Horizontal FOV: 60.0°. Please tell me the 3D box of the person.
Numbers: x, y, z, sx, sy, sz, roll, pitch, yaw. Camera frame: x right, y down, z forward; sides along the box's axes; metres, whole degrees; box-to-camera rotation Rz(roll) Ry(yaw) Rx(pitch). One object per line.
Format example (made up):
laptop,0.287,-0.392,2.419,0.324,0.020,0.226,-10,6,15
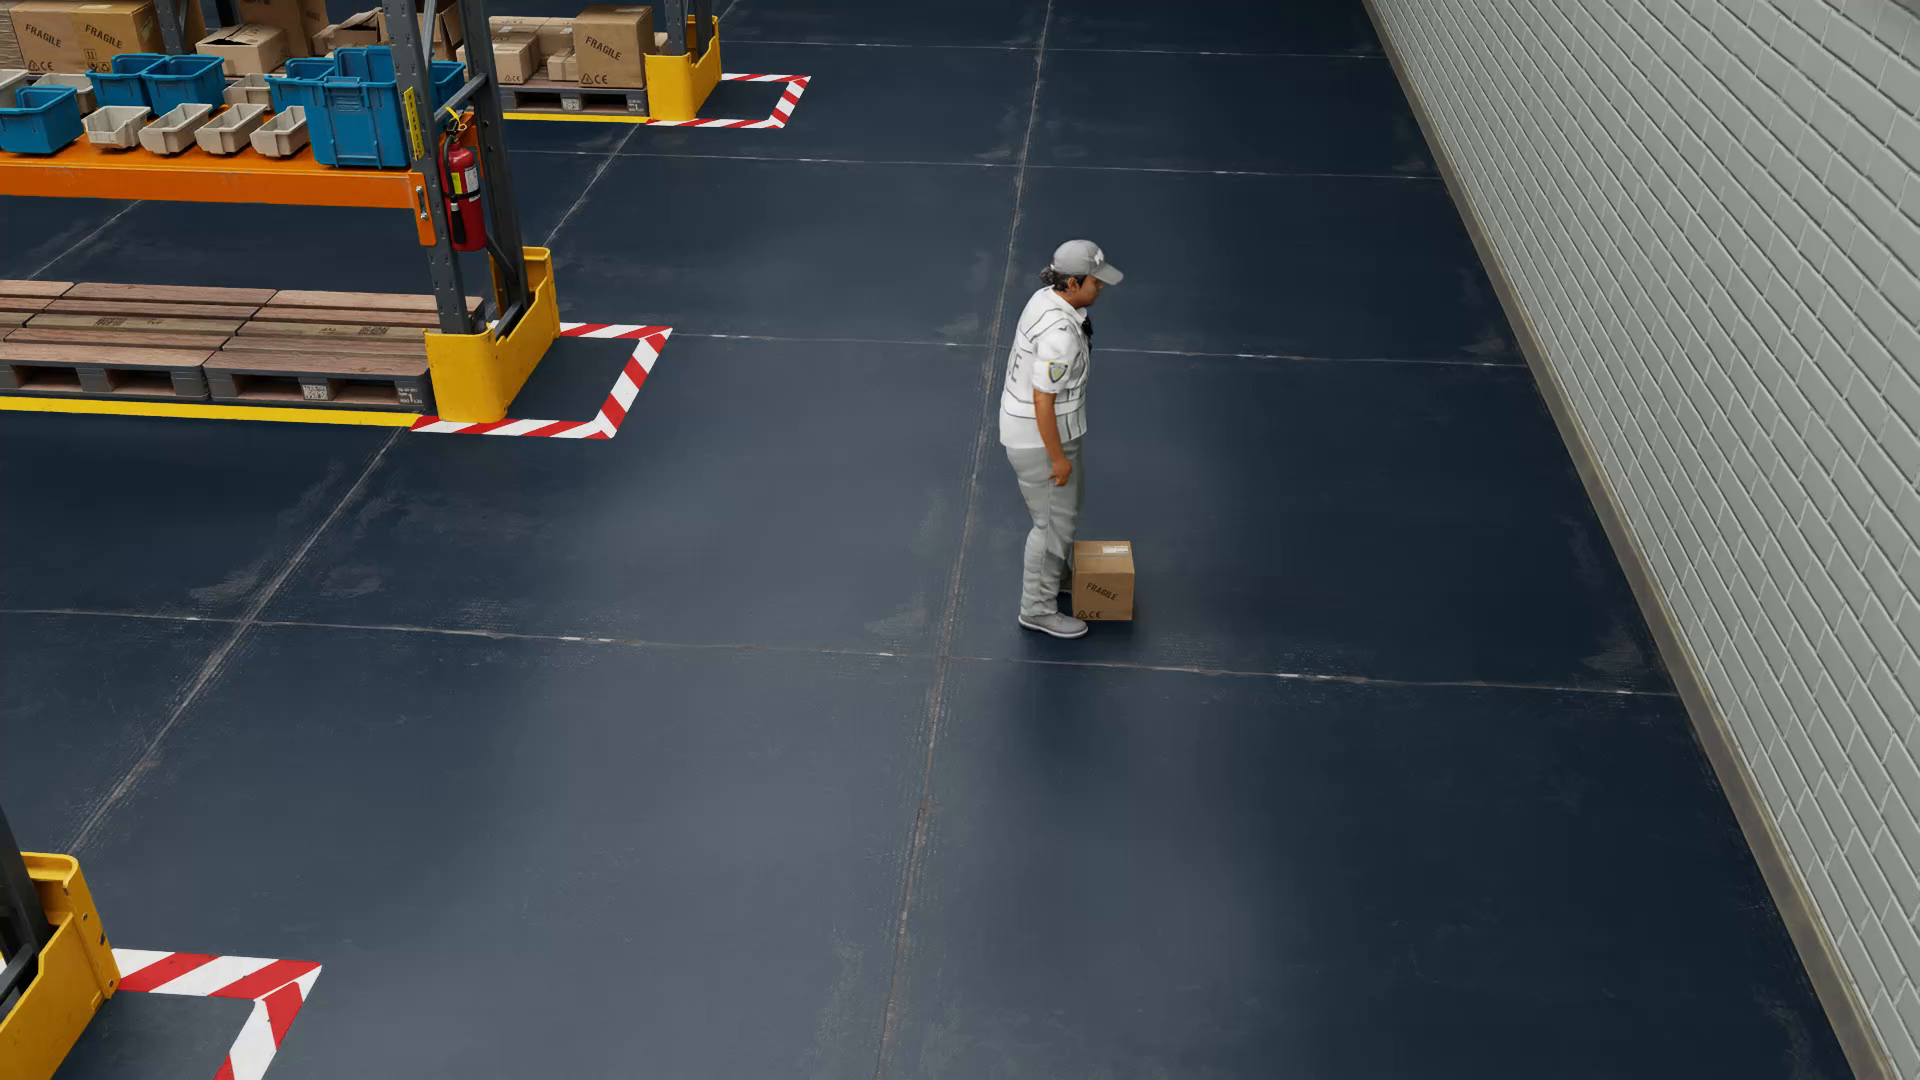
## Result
person,0.399,-0.431,6.816,0.473,1.666,0.548,2,32,3
